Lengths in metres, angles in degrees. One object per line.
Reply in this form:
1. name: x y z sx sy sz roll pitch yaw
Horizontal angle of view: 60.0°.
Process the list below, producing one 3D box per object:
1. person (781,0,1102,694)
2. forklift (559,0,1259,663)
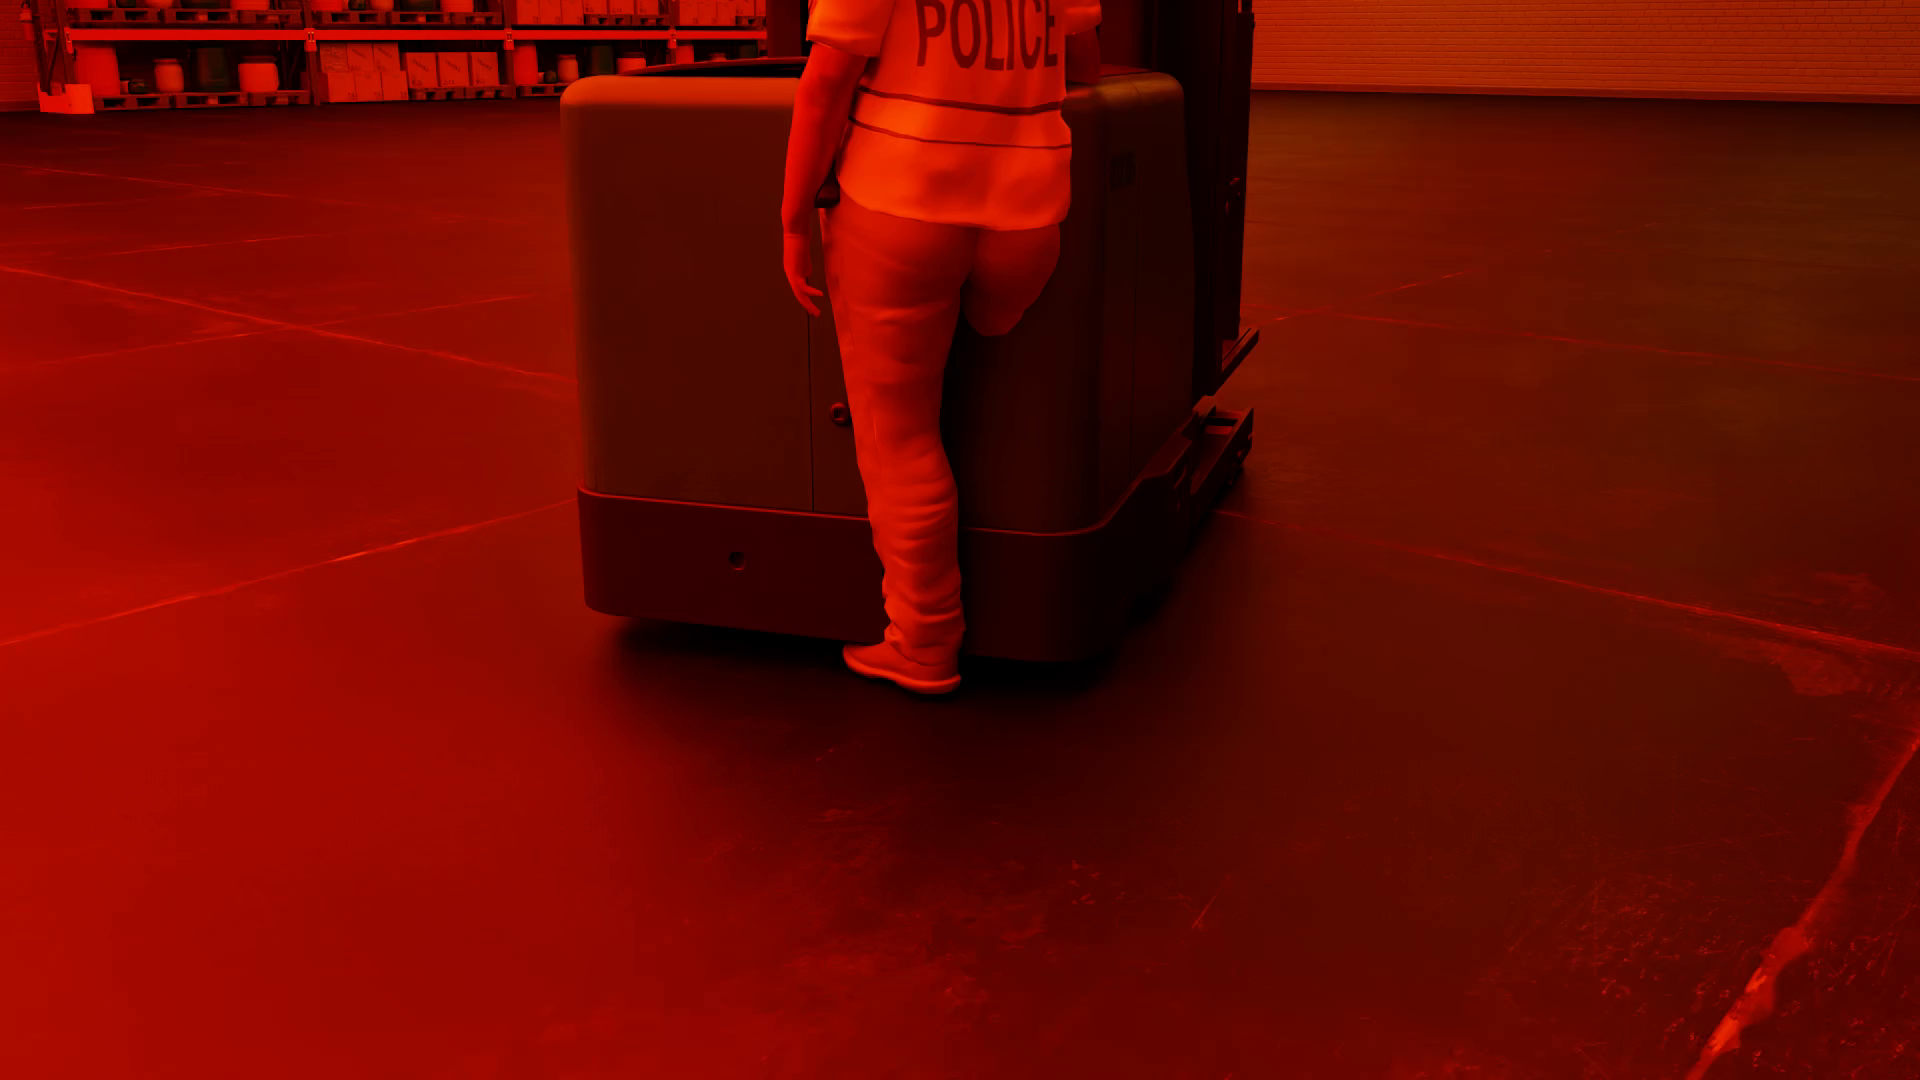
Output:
1. person: -0.054 -0.554 2.874 0.598 1.670 0.529 -9 19 -29
2. forklift: 0.182 -1.571 4.072 1.130 2.935 3.031 5 18 17
